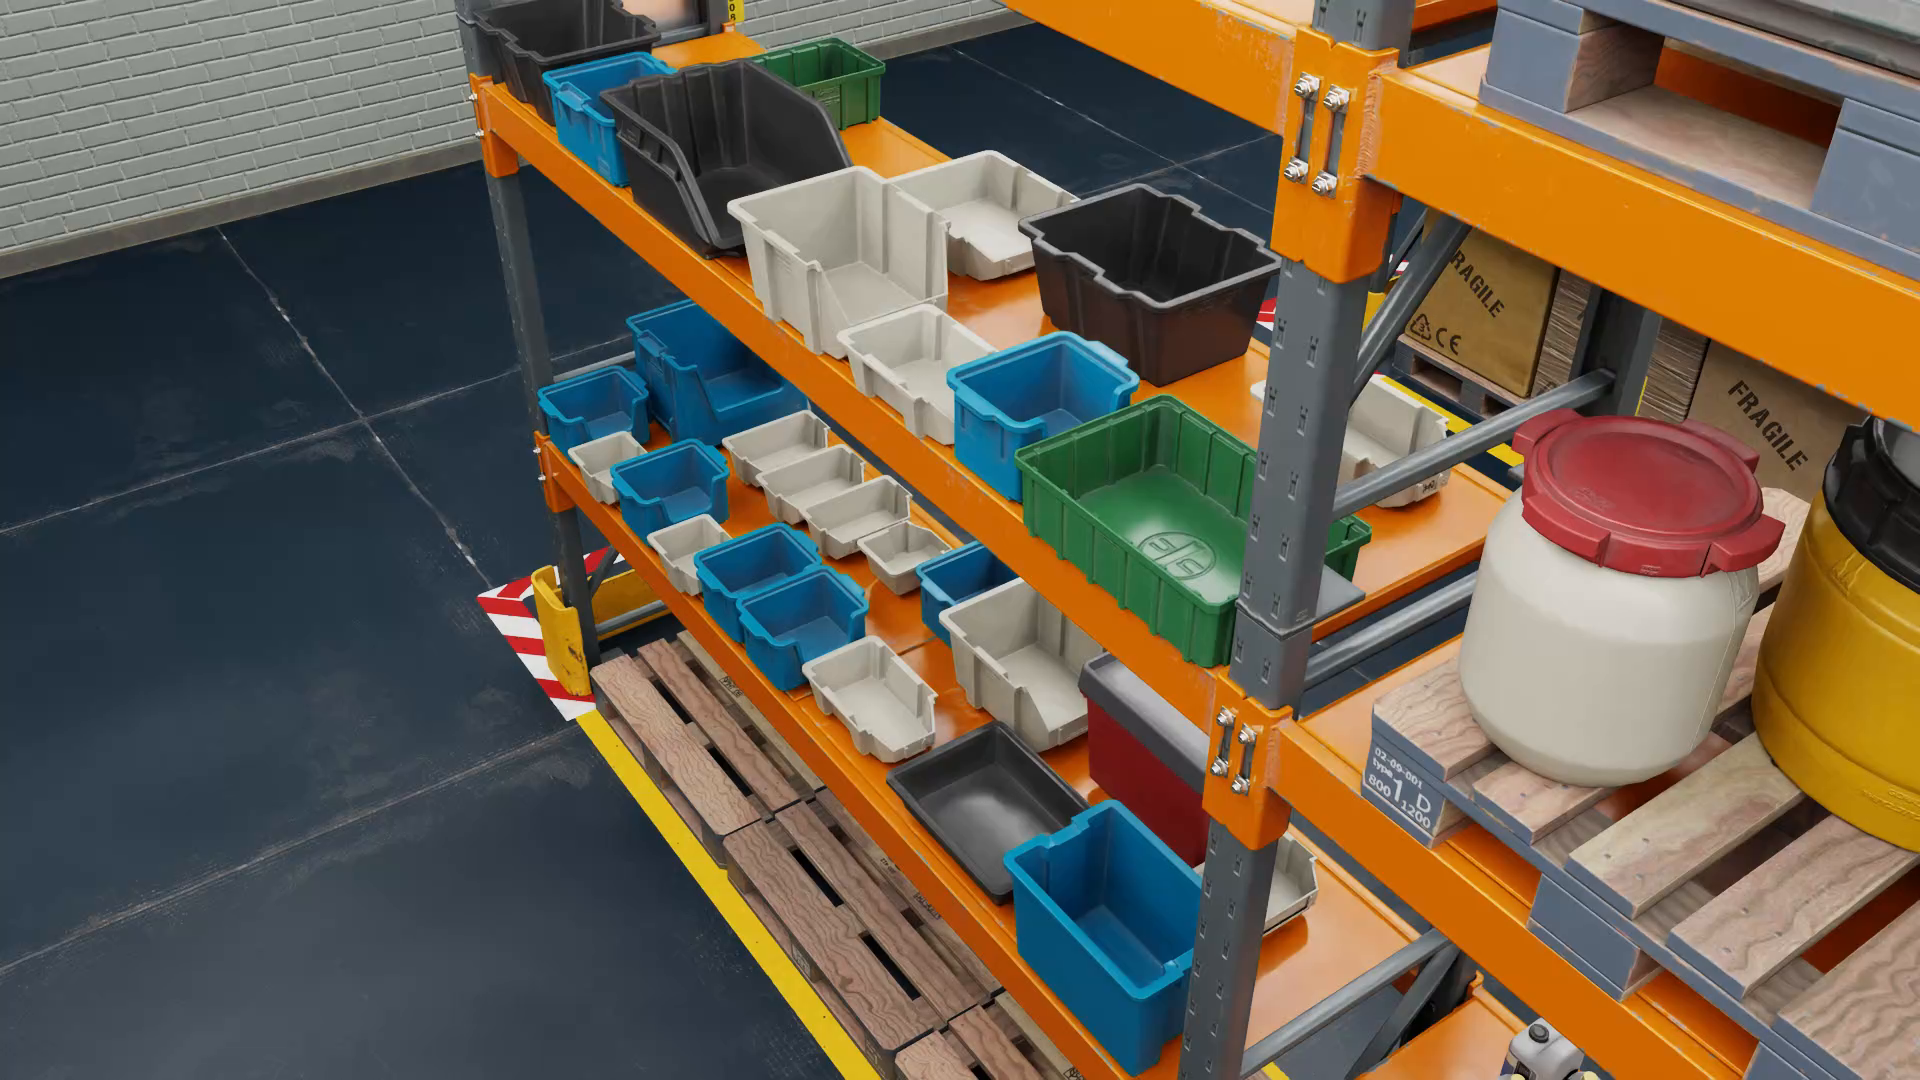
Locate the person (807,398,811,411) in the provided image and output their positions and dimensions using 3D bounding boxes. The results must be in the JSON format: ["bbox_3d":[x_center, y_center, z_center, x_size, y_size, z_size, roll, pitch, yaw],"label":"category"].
[{"bbox_3d":[-0.870,-1.010,8.356,0.370,1.667,0.549,-5,37,-6],"label":"person"}]
